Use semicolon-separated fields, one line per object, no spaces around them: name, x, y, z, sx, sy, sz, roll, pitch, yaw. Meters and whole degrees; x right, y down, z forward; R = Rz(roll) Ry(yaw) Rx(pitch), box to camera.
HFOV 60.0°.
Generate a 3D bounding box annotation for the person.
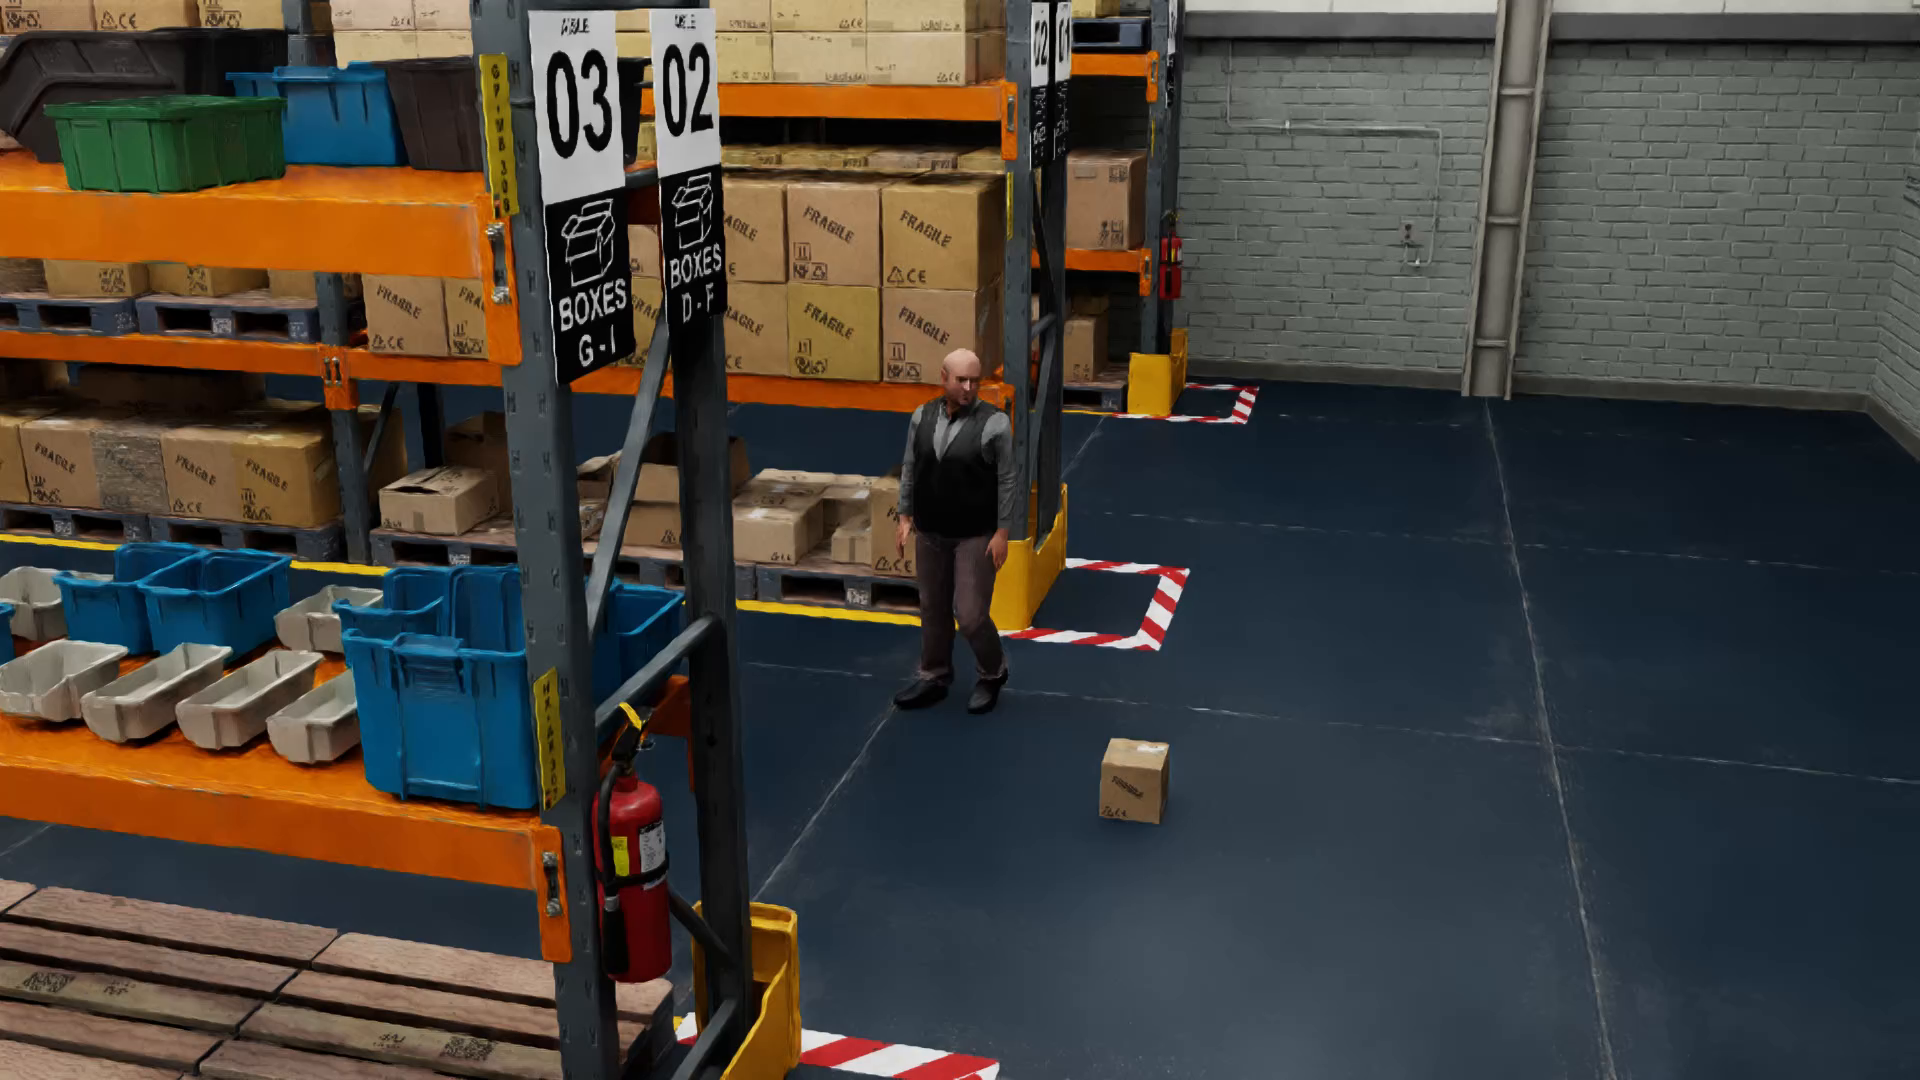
person;-0.011;-0.032;7.666;0.575;1.732;0.411;12;22;32
